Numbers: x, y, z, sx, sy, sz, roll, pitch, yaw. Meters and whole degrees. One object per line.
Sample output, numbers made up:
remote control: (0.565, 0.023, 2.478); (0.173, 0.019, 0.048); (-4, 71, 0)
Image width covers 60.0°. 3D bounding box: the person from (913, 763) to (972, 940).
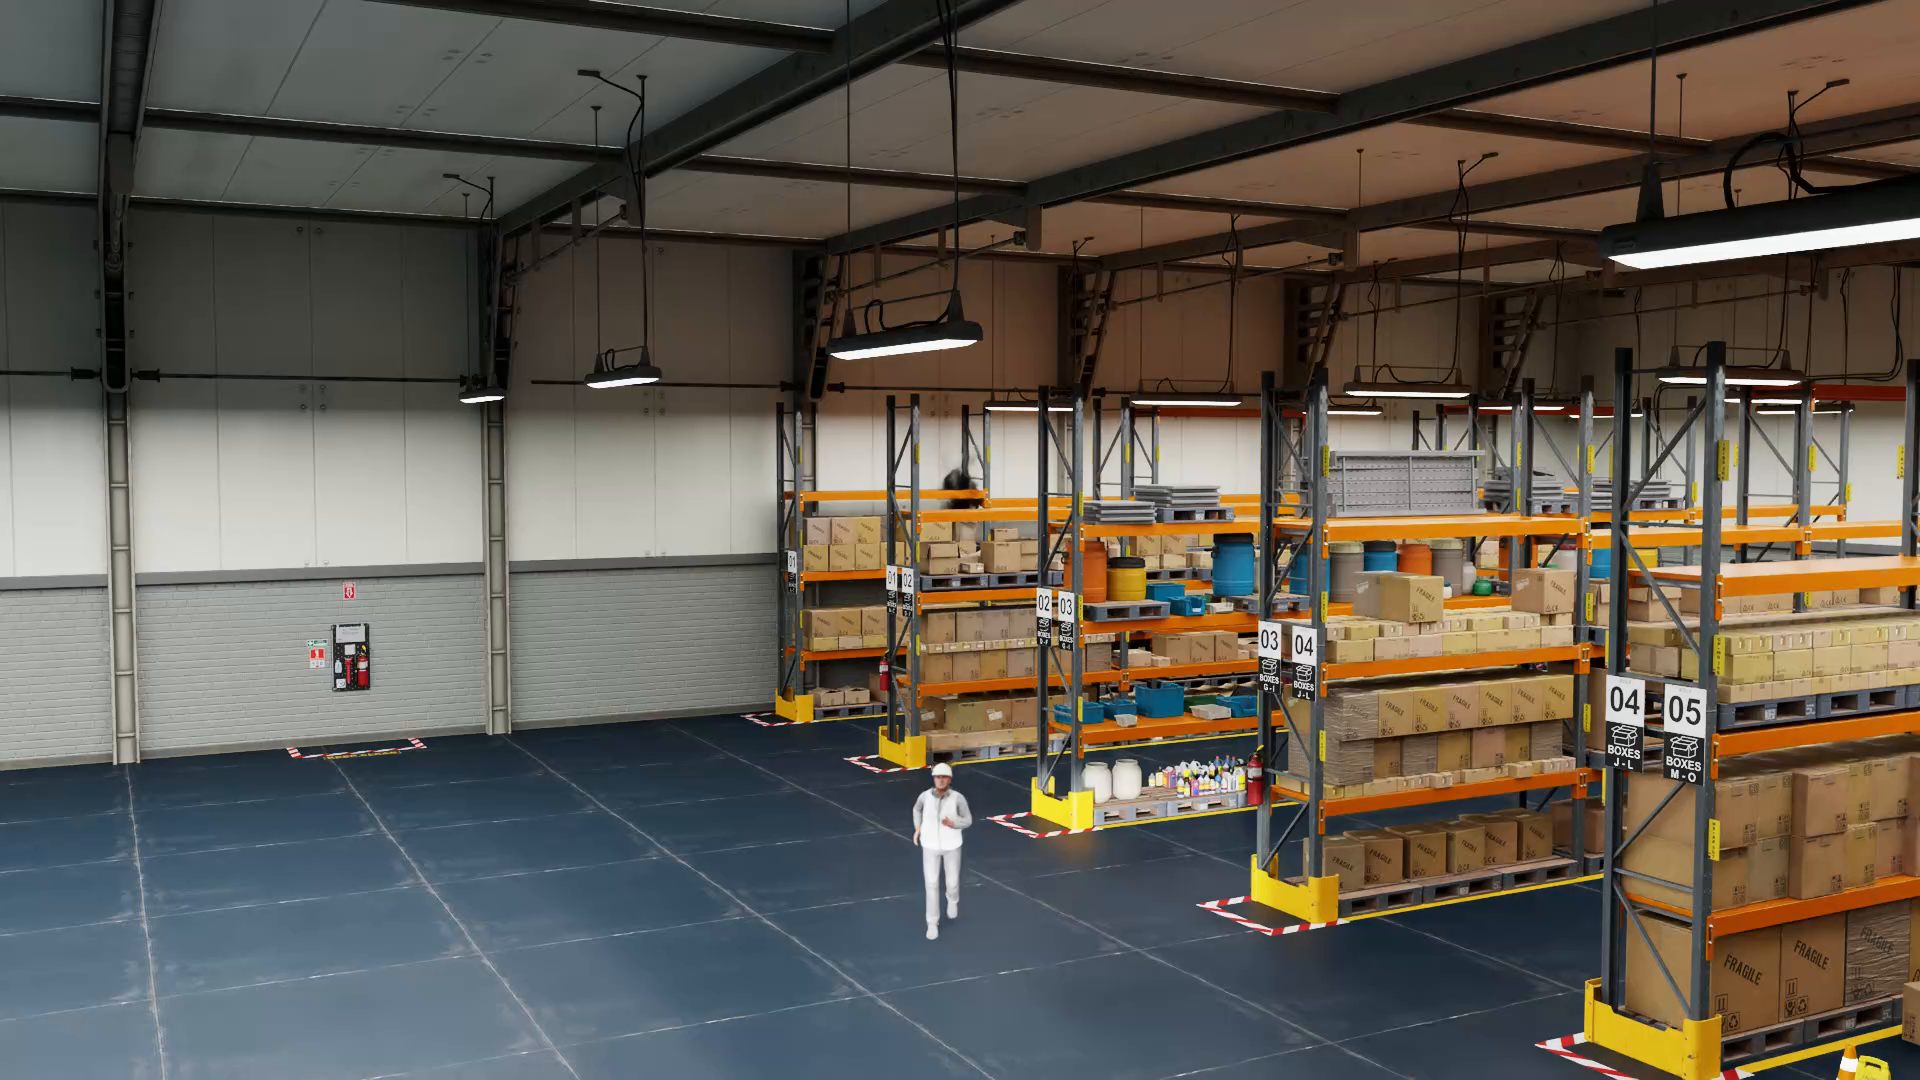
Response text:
person: (-0.195, 3.252, 17.678); (0.655, 1.761, 0.966); (0, 3, 4)
